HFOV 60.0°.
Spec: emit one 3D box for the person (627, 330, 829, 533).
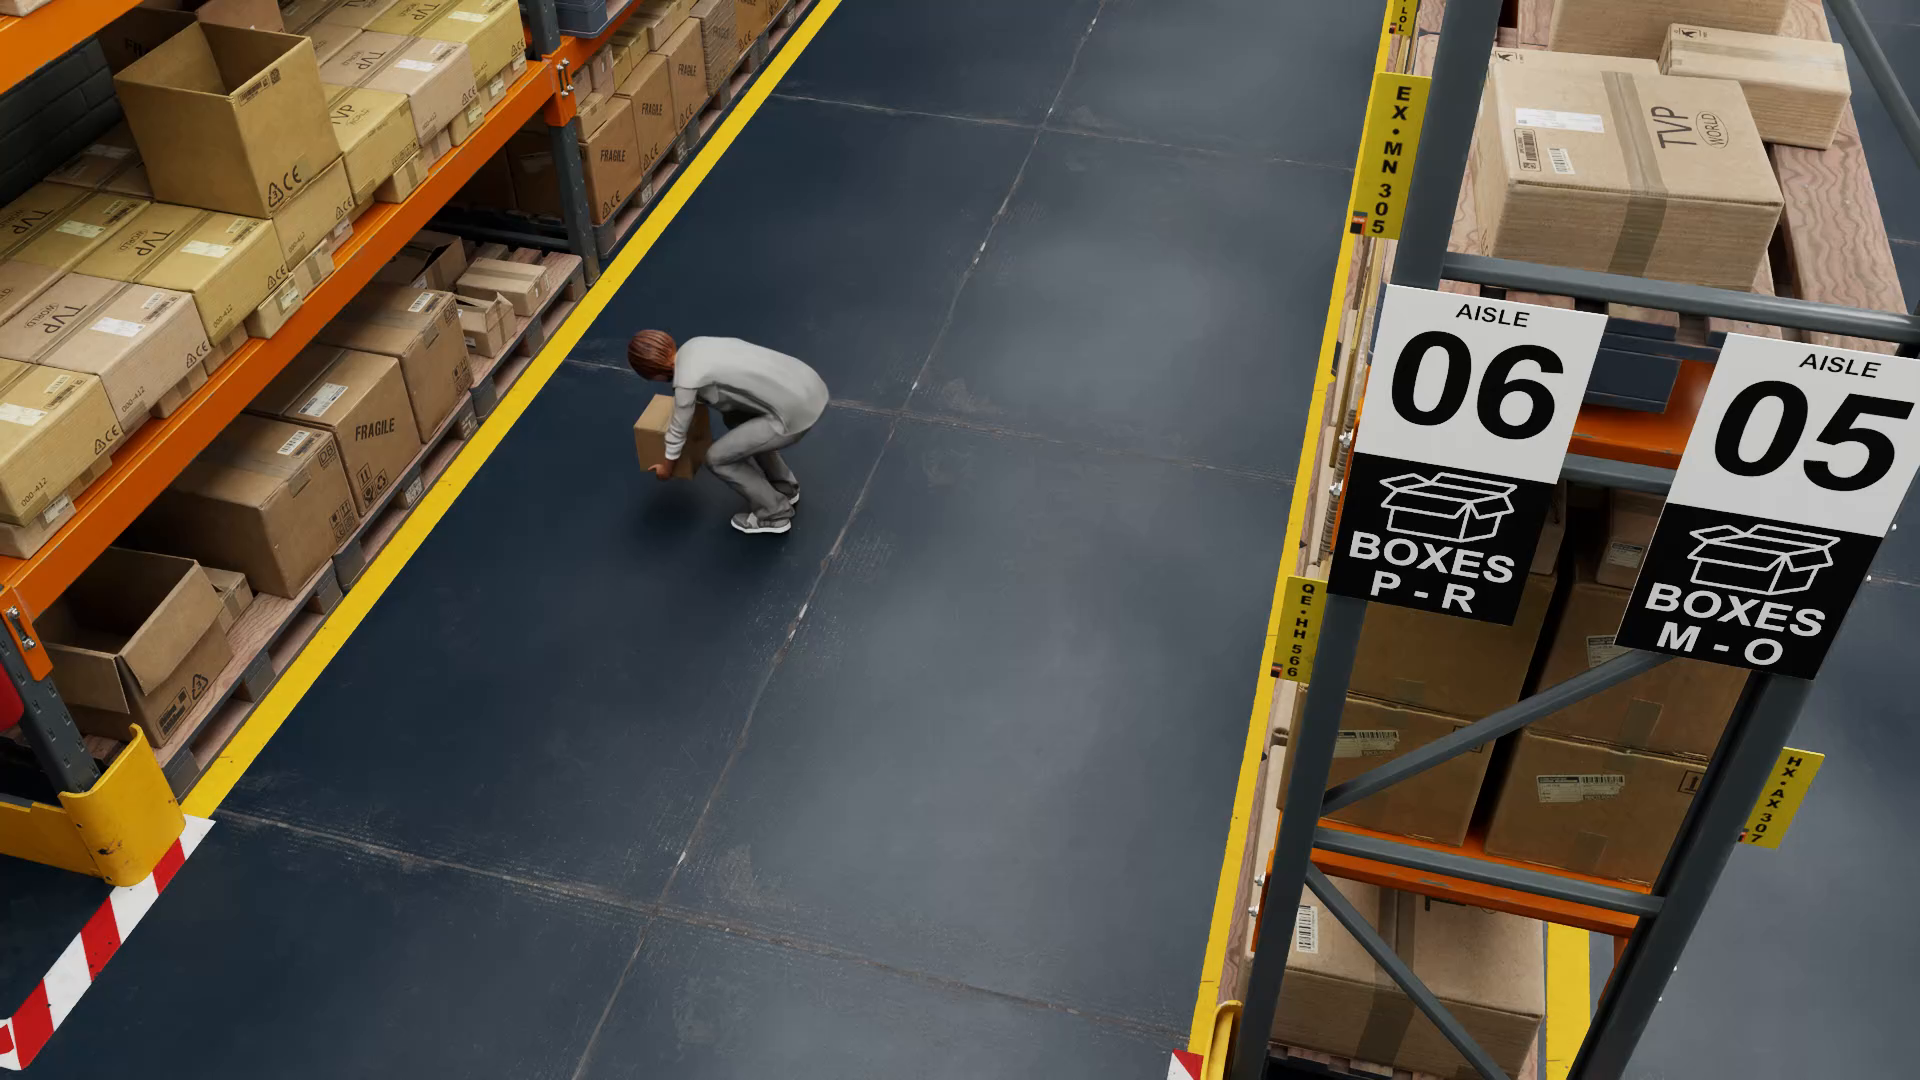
[{"bbox_3d":[-0.988,-0.483,7.227,0.854,0.914,0.428,8,42,9],"label":"person"}]
